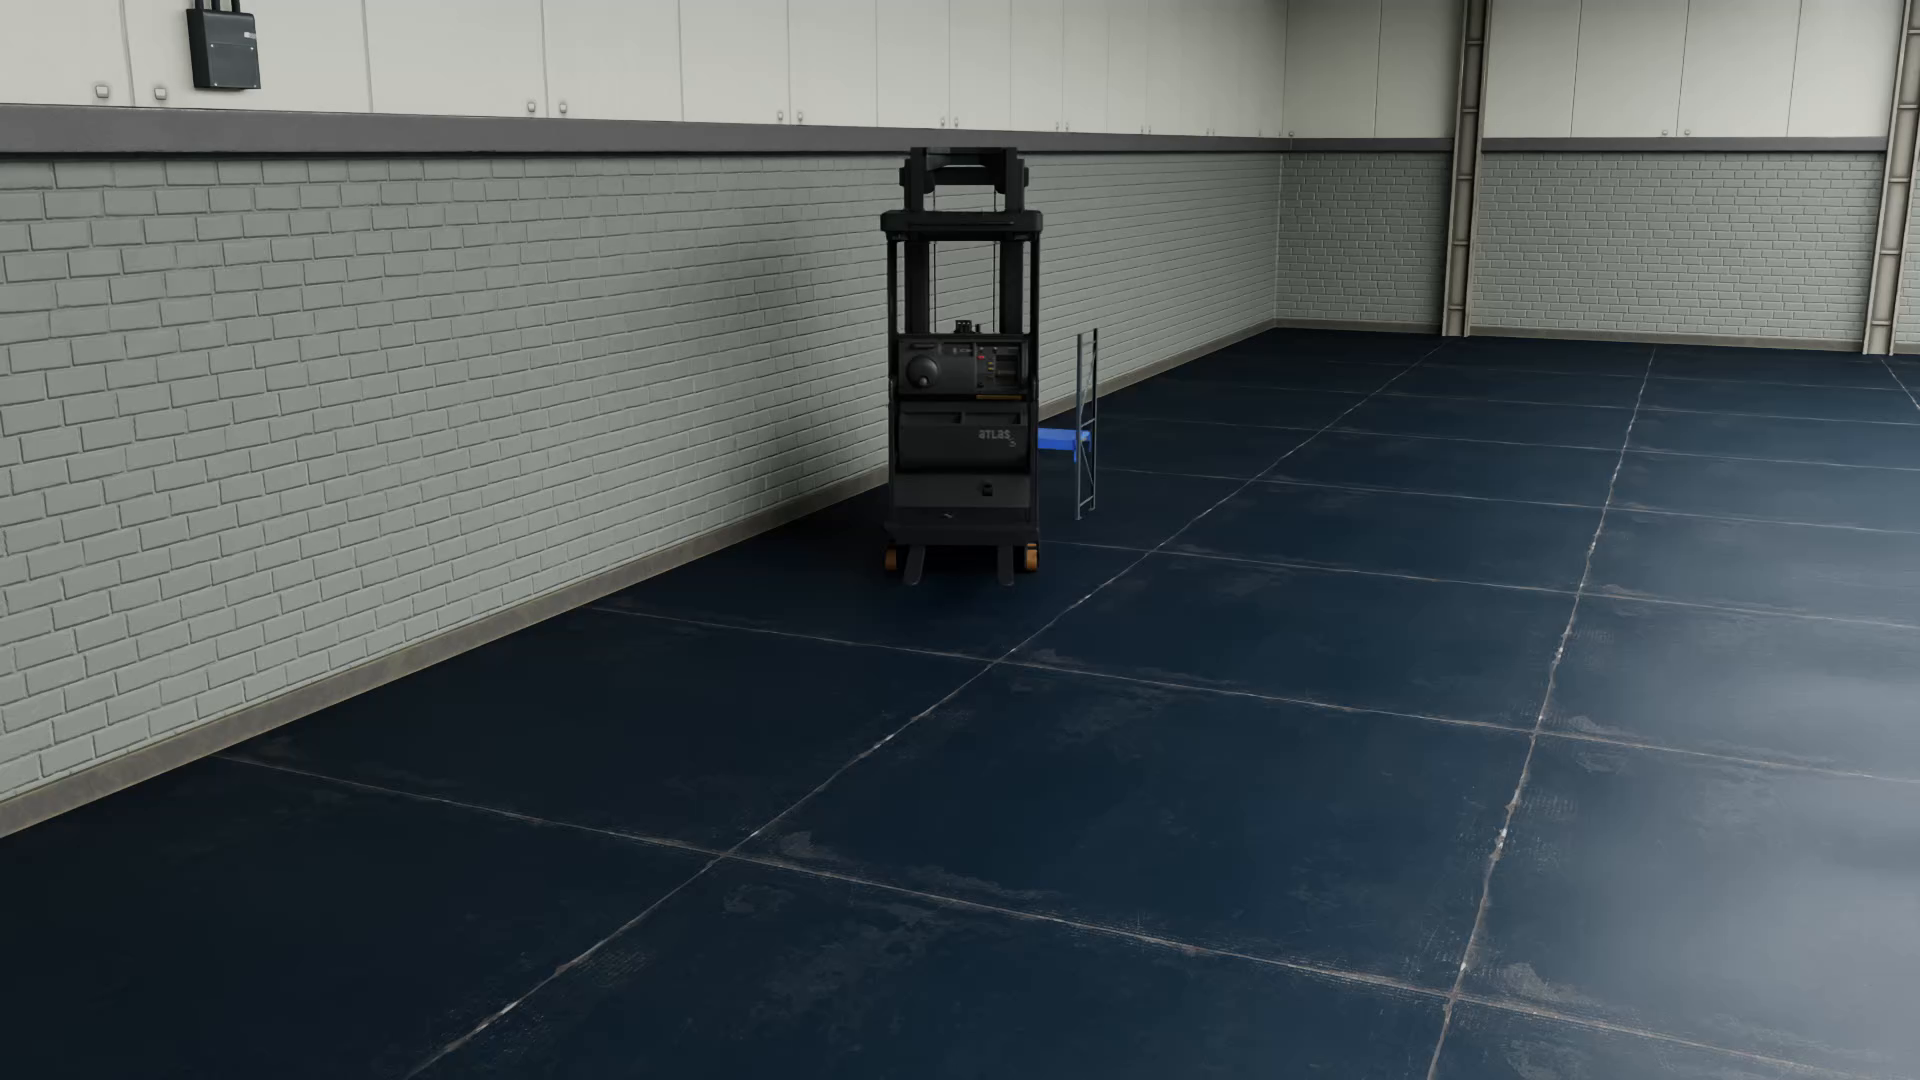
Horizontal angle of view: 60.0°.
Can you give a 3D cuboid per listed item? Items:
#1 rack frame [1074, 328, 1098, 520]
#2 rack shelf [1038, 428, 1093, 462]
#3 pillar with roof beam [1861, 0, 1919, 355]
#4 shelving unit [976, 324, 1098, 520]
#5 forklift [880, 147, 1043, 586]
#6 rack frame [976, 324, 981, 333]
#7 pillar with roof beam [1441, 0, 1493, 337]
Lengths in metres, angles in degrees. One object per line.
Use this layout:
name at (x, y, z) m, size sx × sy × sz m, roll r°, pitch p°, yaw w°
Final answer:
rack frame at (1.026, -0.943, 13.491) m, size 0.032 × 1.500 × 0.500 m, roll 5°, pitch 14°, yaw 20°
rack shelf at (0.549, -0.808, 13.703) m, size 1.000 × 0.185 × 0.538 m, roll 5°, pitch 14°, yaw 20°
pillar with roof beam at (11.729, -6.223, 19.576) m, size 0.400 × 9.000 × 9.100 m, roll 6°, pitch 14°, yaw 23°
shelving unit at (0.549, -0.983, 13.662) m, size 1.048 × 1.500 × 0.538 m, roll 5°, pitch 14°, yaw 20°
forklift at (0.019, -1.272, 11.758) m, size 1.130 × 2.935 × 3.031 m, roll 0°, pitch 13°, yaw 1°
rack frame at (0.072, -1.024, 13.834) m, size 0.032 × 1.500 × 0.500 m, roll 5°, pitch 14°, yaw 20°
pillar with roof beam at (6.243, -6.778, 21.942) m, size 0.400 × 9.000 × 9.100 m, roll 6°, pitch 14°, yaw 23°
